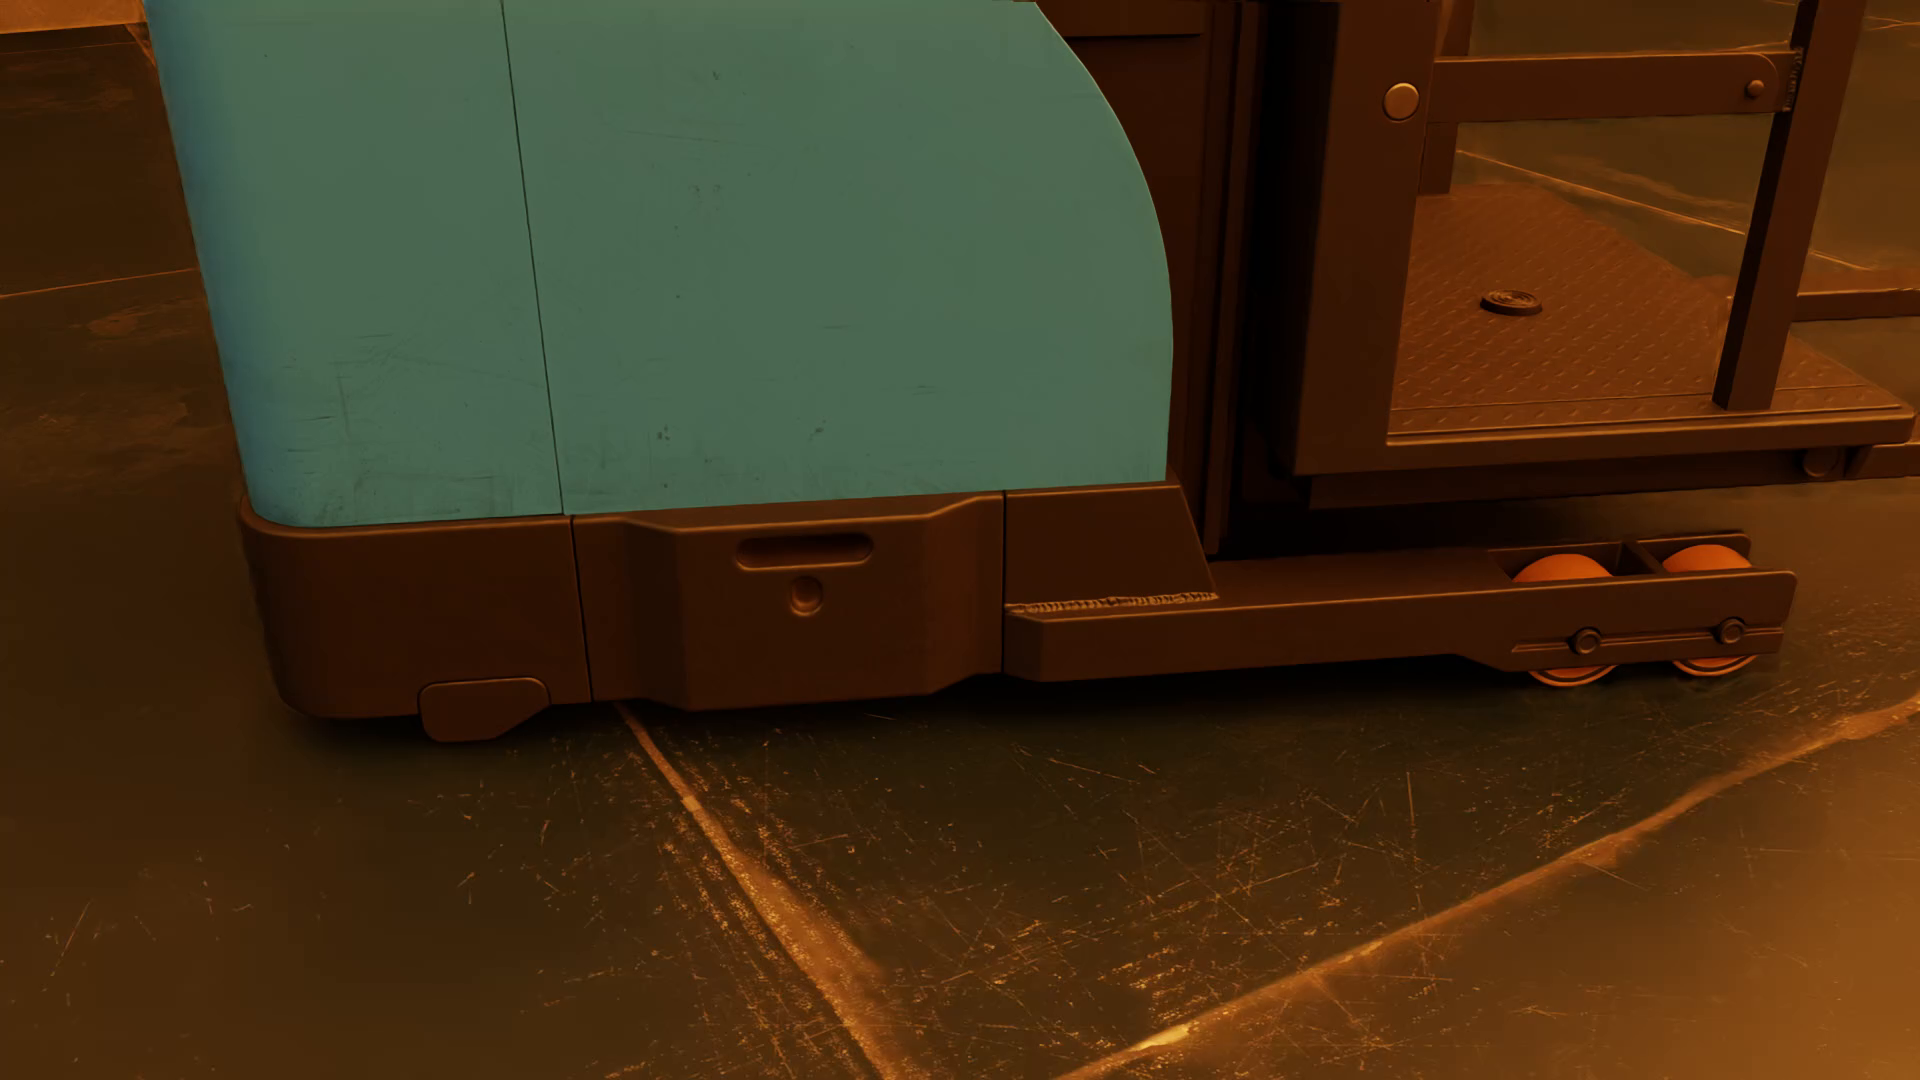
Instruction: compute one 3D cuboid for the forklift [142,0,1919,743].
[{"bbox_3d":[0.622,-1.354,1.929,3.031,2.935,1.130,-3,27,-7],"label":"forklift"}]
